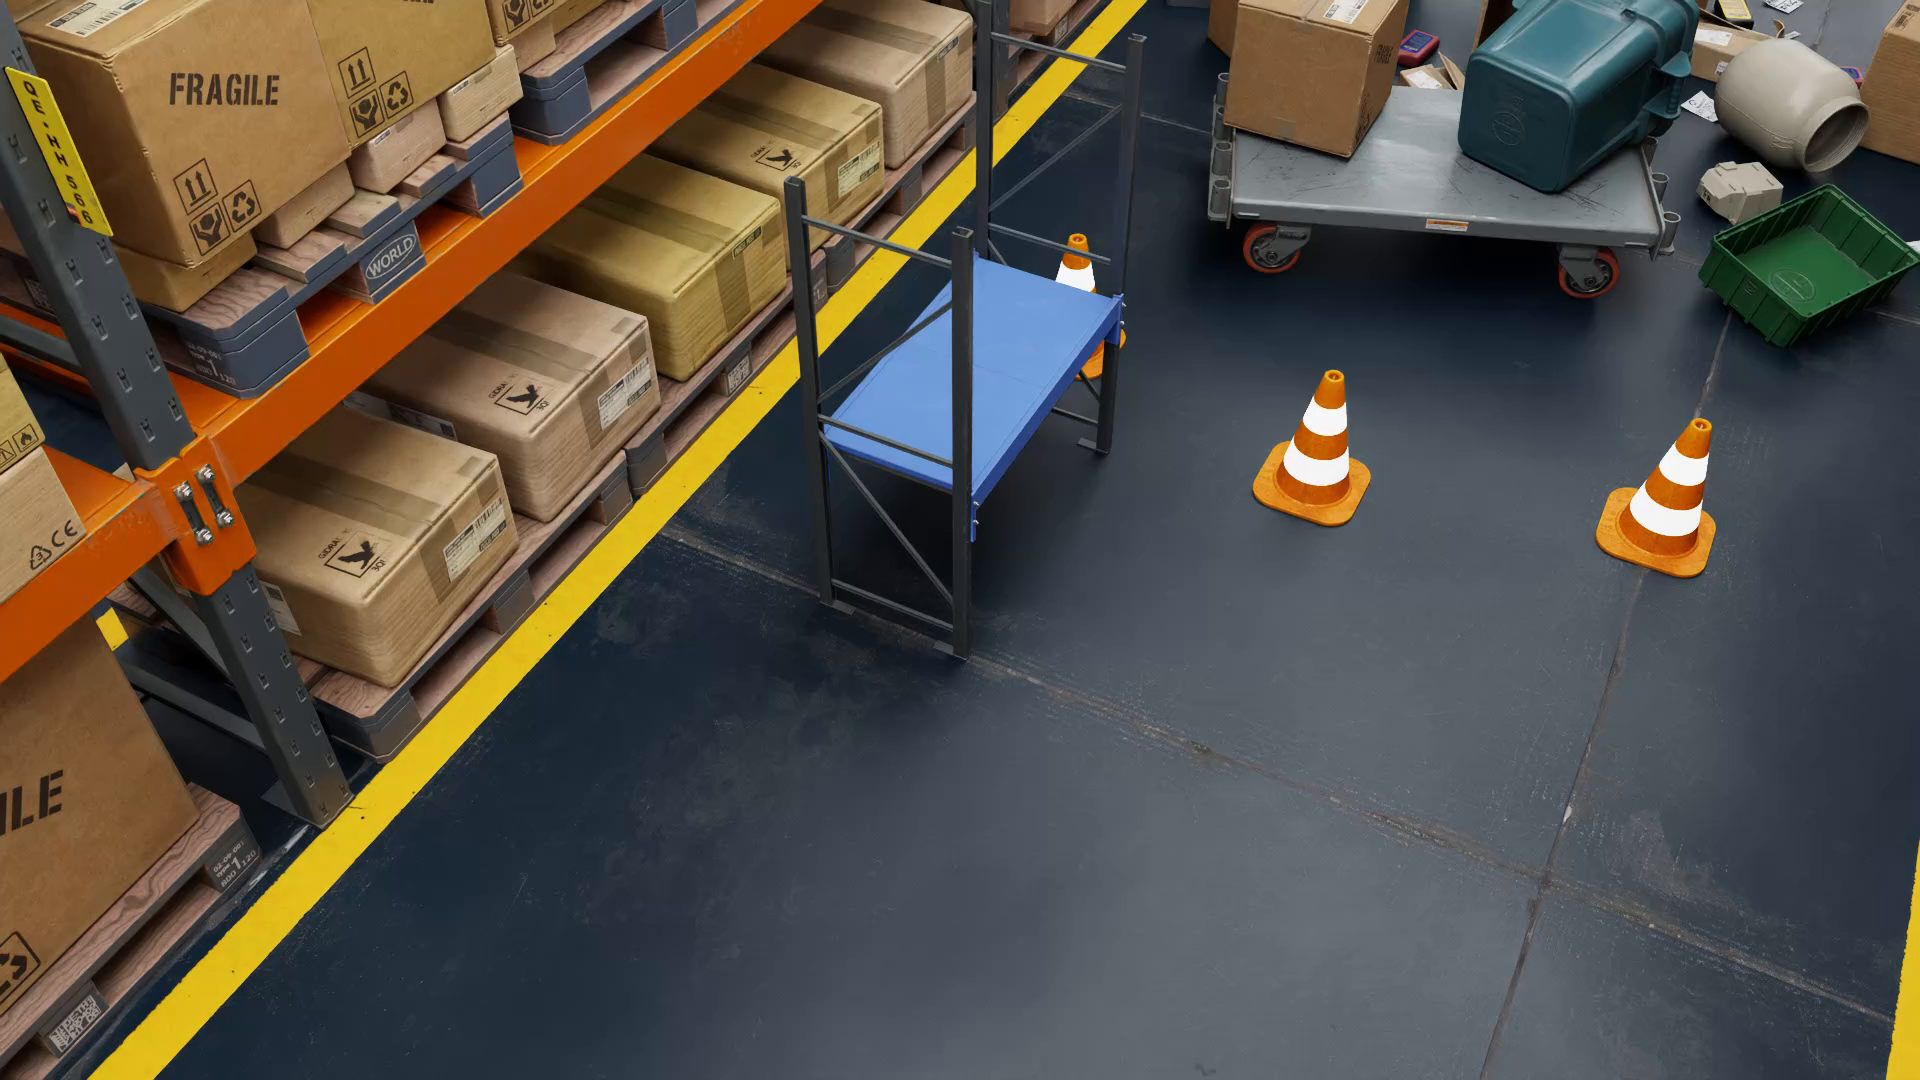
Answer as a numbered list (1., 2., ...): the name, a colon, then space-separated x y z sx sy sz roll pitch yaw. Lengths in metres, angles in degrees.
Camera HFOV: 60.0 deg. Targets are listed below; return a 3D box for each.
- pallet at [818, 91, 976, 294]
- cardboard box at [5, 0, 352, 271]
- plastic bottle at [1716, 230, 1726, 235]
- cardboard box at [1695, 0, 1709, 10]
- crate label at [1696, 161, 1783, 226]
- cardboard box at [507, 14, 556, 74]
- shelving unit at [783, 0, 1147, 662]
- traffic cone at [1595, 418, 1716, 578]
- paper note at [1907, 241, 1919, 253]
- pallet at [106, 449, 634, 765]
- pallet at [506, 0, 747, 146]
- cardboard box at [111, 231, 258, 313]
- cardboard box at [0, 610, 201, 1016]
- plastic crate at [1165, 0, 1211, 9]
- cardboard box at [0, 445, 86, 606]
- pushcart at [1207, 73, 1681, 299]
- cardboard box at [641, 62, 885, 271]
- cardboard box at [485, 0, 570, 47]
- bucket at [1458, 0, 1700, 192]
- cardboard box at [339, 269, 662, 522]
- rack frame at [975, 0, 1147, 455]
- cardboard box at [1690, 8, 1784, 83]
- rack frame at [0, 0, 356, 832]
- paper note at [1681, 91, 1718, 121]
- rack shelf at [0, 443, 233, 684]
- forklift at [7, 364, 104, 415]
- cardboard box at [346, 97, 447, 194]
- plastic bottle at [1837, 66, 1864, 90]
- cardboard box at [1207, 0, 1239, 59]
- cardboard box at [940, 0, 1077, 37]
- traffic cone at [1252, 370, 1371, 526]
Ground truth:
1. pallet: -0.628 -1.522 6.606 1.003 0.211 1.213 20 49 19
2. cardboard box: -1.711 -0.968 3.523 0.500 0.500 0.500 19 48 18
3. plastic bottle: 2.955 -1.062 6.257 0.133 0.061 0.283 -2 45 -2
4. cardboard box: 3.016 -2.693 7.558 0.797 0.503 0.637 -9 46 -9
5. crate label: 3.054 -1.366 6.504 0.298 0.136 0.250 -9 46 -9
6. cardboard box: -1.292 -1.344 4.351 0.380 0.149 0.250 23 50 21
7. shelving unit: 0.040 -0.581 4.770 0.538 1.500 1.048 20 49 19
8. traffic cone: 2.203 -0.185 5.107 0.336 0.463 0.334 20 49 19
9. paper note: 3.673 -1.102 6.317 0.147 0.020 0.142 -9 46 -9
10. pallet: -1.761 0.015 5.087 1.003 0.211 1.213 20 49 19
11. pallet: -1.242 -1.666 4.923 1.003 0.211 1.213 20 49 19
12. cardboard box: -1.809 -0.676 3.690 0.380 0.149 0.250 18 48 17
13. cardboard box: -2.519 0.534 3.812 0.875 0.875 0.875 20 49 19
14. plastic crate: 1.187 -2.685 7.848 0.402 0.080 0.583 5 46 5
15. cardboard box: -2.130 -0.016 3.263 0.500 0.250 0.500 19 48 18
16. pushcart: 1.774 -1.350 6.319 1.648 0.377 0.936 5 46 5
17. cardboard box: -0.840 -1.432 6.108 0.950 0.372 0.625 23 50 21
18. cardboard box: -1.235 -1.635 4.182 0.500 0.500 0.500 21 49 20
19. bucket: 2.184 -1.653 6.008 0.620 0.611 0.726 -39 56 -20
20. cardboard box: -1.518 -0.517 5.205 0.950 0.372 0.625 20 49 18
21. rack frame: 0.276 -0.901 5.086 0.500 1.500 0.032 20 49 19
22. cardboard box: 3.330 -2.152 7.191 0.396 0.266 0.258 29 52 25
23. rack frame: -2.125 -0.473 3.609 1.000 3.000 0.127 20 49 19
24. paper note: 3.173 -1.836 7.048 0.155 0.023 0.172 -33 54 -28
25. rack shelf: -3.053 1.039 2.619 1.077 0.370 4.000 20 49 19
26. forklift: -2.387 -2.439 5.599 1.130 2.935 3.031 21 49 20
27. cardboard box: -1.481 -1.000 4.011 0.380 0.149 0.250 17 48 17
28. plastic bottle: 3.738 -1.994 7.177 0.283 0.061 0.133 5 46 5
29. cardboard box: 1.434 -2.341 7.211 0.500 0.500 0.500 -16 48 -15
30. cardboard box: 0.245 -2.457 7.207 0.500 0.250 0.500 18 48 17
31. traffic cone: 1.147 -0.345 5.266 0.336 0.463 0.334 20 49 19
